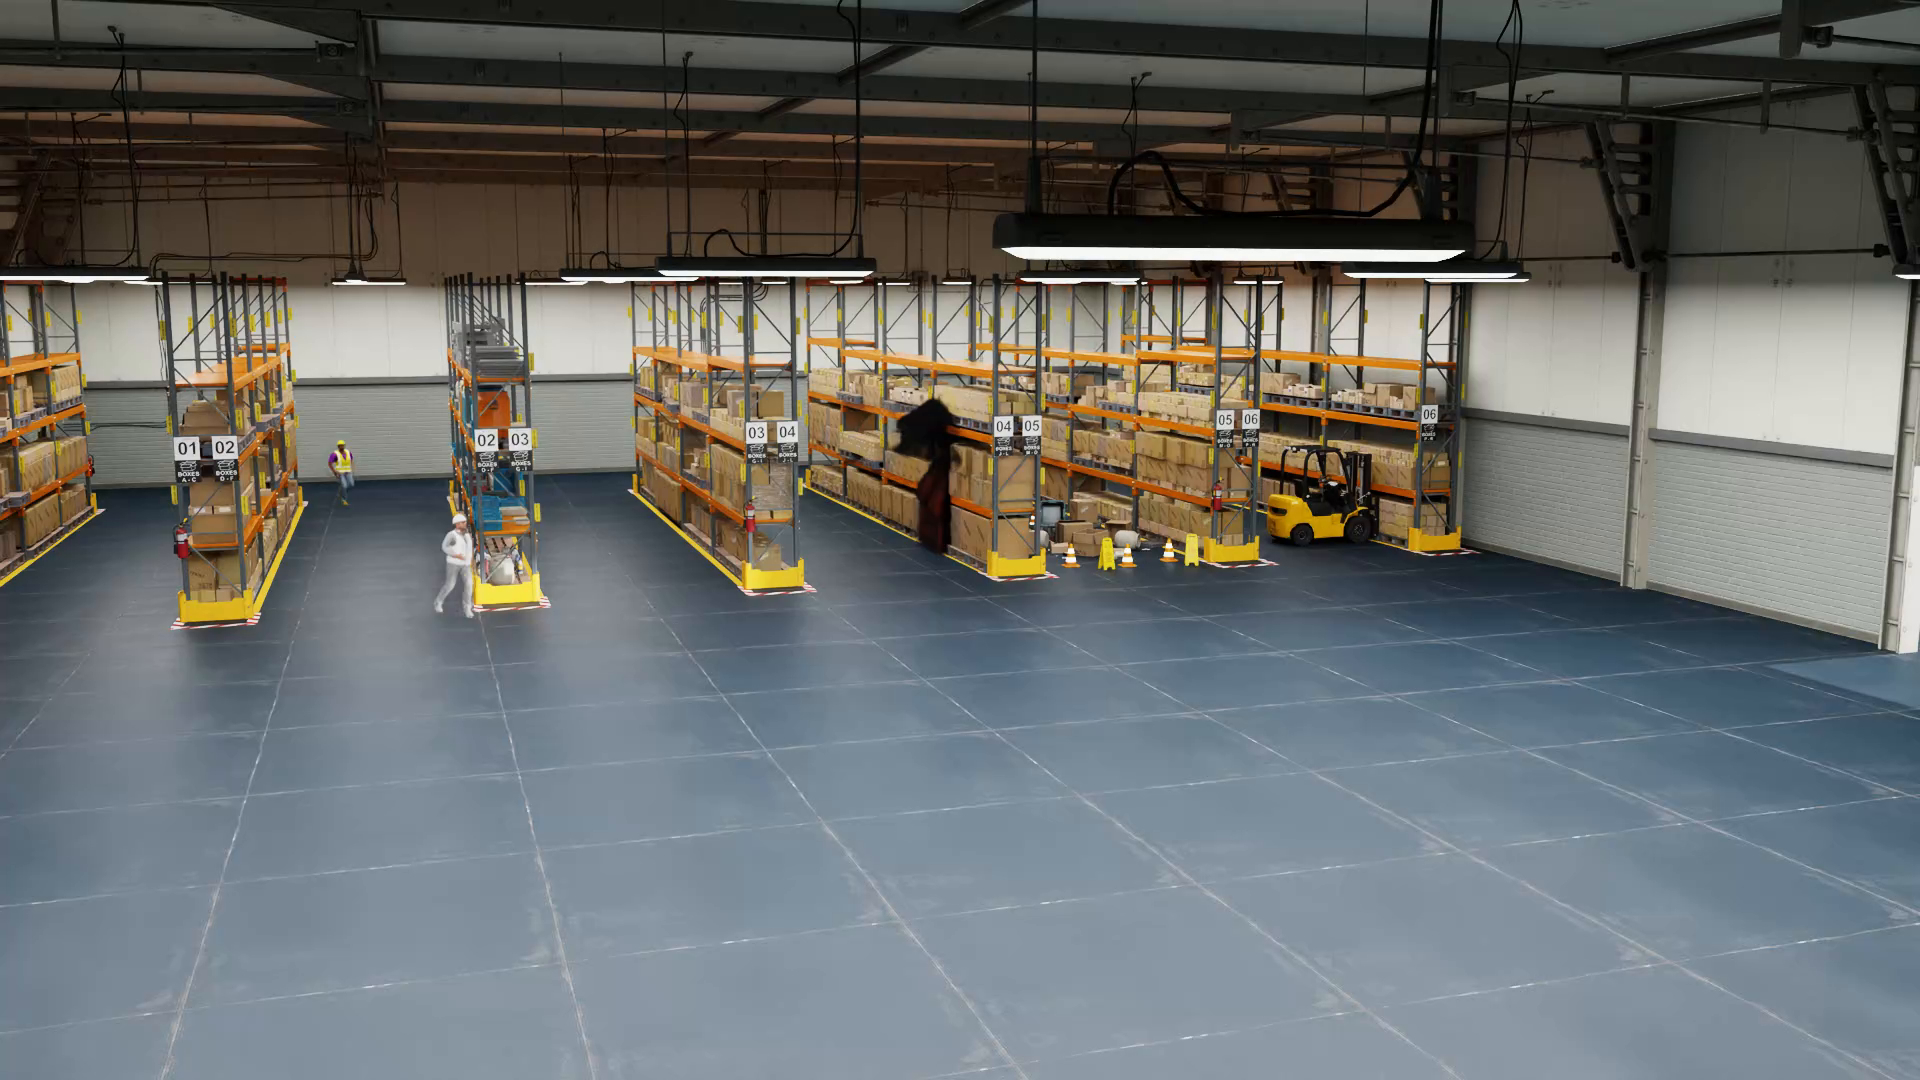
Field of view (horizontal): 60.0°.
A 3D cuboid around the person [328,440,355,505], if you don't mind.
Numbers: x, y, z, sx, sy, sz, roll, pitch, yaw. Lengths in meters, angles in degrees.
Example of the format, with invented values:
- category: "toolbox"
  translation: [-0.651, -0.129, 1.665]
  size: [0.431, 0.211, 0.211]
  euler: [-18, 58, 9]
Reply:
- category: "person"
  translation: [-16.406, -1.791, 44.252]
  size: [0.534, 1.727, 0.731]
  euler: [7, 11, 40]

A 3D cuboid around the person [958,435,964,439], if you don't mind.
- category: "person"
  translation: [0.030, -3.153, 53.387]
  size: [0.698, 1.684, 0.535]
  euler: [-7, 11, -39]

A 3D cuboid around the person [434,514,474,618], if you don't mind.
- category: "person"
  translation: [-8.828, 0.439, 29.368]
  size: [0.863, 1.785, 0.728]
  euler: [6, 10, 35]

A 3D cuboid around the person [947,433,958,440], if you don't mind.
- category: "person"
  translation: [-0.271, -2.794, 51.035]
  size: [0.653, 1.646, 0.553]
  euler: [-4, 10, -27]
